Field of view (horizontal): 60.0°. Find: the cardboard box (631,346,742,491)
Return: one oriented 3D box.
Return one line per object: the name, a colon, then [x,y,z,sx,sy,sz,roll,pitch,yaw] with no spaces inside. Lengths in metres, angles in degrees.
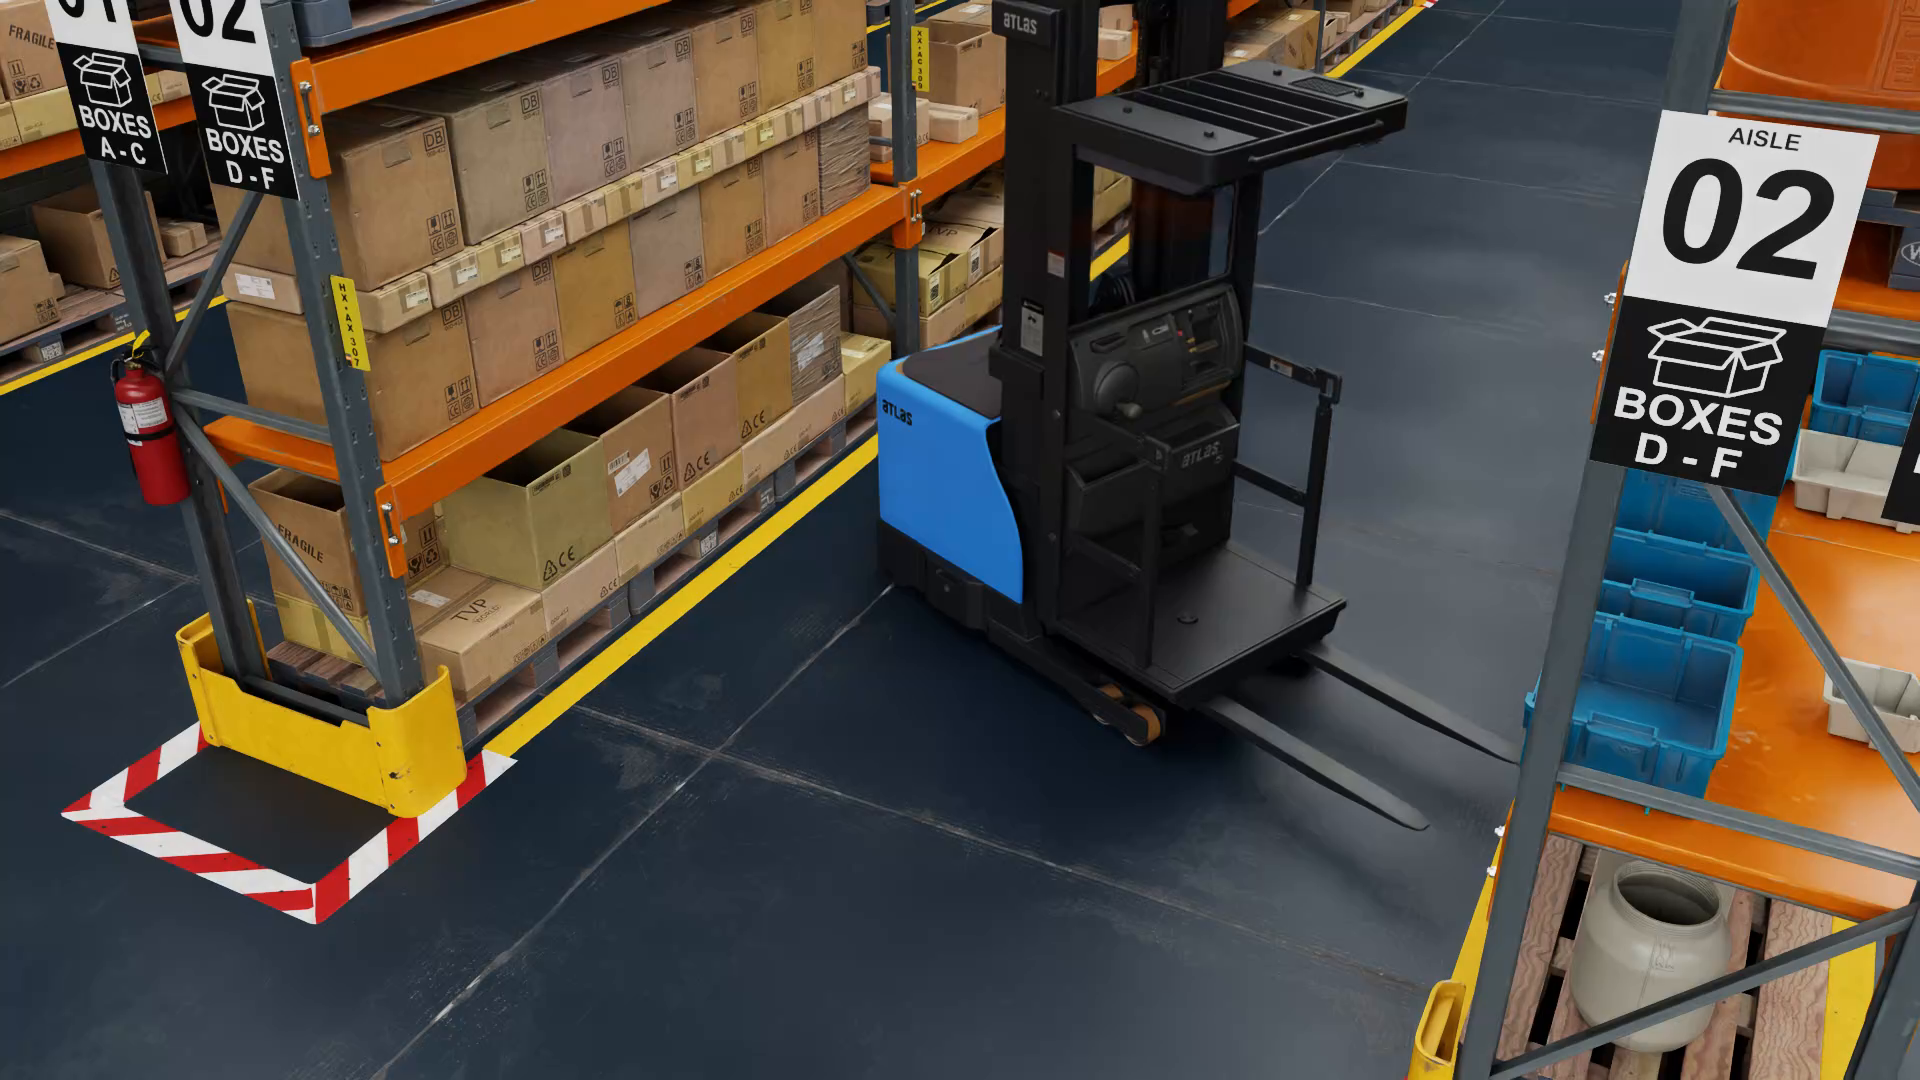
cardboard box: [-1.396,-0.607,7.881,0.500,0.500,0.500,14,33,23]

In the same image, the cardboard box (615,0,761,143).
cardboard box: [-1.356,-2.175,7.622,0.700,0.500,0.500,14,33,23]

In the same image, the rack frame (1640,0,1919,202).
rack frame: [1.884,-1.916,2.551,1.000,3.000,0.127,14,33,23]

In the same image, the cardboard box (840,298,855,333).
cardboard box: [-0.771,-1.453,10.107,0.500,0.250,0.500,14,33,23]

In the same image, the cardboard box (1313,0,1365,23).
cardboard box: [3.794,-5.702,17.232,0.797,0.503,0.637,14,33,23]

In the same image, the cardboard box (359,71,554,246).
cardboard box: [-2.041,-1.508,6.461,0.700,0.500,0.500,13,32,22]

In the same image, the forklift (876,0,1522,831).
forklift: [0.939,-0.715,6.553,1.130,2.935,3.031,-23,37,-34]

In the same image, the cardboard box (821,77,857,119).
cardboard box: [-0.749,-2.260,8.421,0.380,0.149,0.250,14,33,22]

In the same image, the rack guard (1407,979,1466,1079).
rack guard: [1.877,1.725,4.744,1.175,0.500,0.348,14,33,23]

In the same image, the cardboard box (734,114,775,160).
cardboard box: [-1.100,-1.918,7.826,0.380,0.149,0.250,14,33,23]

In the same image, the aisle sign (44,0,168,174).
aisle sign: [-2.815,-1.605,5.422,0.394,0.787,0.004,14,33,23]

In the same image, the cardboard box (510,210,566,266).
cardboard box: [-1.804,-1.229,6.626,0.380,0.149,0.250,14,33,23]

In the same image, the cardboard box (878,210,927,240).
cardboard box: [-0.541,-1.923,10.363,0.500,0.311,0.500,15,33,25]

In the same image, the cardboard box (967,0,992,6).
cardboard box: [0.371,-3.282,10.853,0.500,0.500,0.500,12,32,21]

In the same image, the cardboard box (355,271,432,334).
cardboard box: [-2.154,-0.890,6.036,0.380,0.149,0.250,14,33,23]

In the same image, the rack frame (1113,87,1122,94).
rack frame: [1.120,-3.987,12.180,1.000,3.000,0.127,14,33,23]

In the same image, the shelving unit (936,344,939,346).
shelving unit: [-0.100,-0.487,8.195,0.258,0.900,0.210,26,39,38]

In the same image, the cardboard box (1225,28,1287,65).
cardboard box: [2.511,-4.143,14.521,0.500,0.500,0.500,15,33,24]

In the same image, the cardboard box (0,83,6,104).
cardboard box: [-5.751,-2.650,9.231,0.500,0.500,0.500,15,33,25]

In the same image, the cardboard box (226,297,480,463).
cardboard box: [-2.300,-0.687,6.335,0.700,0.500,0.500,14,33,23]

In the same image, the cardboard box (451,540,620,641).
cardboard box: [-1.857,0.160,7.298,0.500,0.250,0.500,14,33,23]

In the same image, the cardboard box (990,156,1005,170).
cardboard box: [0.154,-2.594,11.531,0.500,0.311,0.500,13,32,22]

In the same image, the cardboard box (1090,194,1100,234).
cardboard box: [0.634,-2.236,11.471,0.500,0.250,0.500,15,33,24]

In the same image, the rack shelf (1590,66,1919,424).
rack shelf: [2.795,-1.190,5.021,1.077,0.370,4.000,14,33,23]

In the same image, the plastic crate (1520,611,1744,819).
plastic crate: [1.845,0.460,4.586,0.499,0.251,0.616,14,33,23]

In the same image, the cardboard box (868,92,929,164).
cardboard box: [-0.516,-2.376,9.527,0.500,0.250,0.500,17,34,26]

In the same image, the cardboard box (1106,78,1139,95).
cardboard box: [1.337,-3.561,13.508,0.500,0.500,0.500,16,33,25]

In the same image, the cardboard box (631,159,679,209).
cardboard box: [-1.453,-1.571,7.222,0.380,0.149,0.250,15,33,24]

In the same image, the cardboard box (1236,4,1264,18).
cardboard box: [2.505,-4.707,15.504,0.500,0.500,0.500,13,32,21]

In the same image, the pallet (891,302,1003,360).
pallet: [-0.401,-1.340,10.371,1.003,0.211,1.213,14,33,23]

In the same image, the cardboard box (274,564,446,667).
cardboard box: [-2.543,0.265,7.115,0.500,0.250,0.500,14,33,23]

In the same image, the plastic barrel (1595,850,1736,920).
plastic barrel: [2.344,1.051,5.485,0.421,0.512,0.421,0,30,0]

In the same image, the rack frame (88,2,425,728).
rack frame: [-2.524,-0.440,6.004,1.000,3.000,0.127,14,33,23]

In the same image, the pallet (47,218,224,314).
pallet: [-5.388,-1.820,11.208,1.003,0.211,1.213,14,33,23]

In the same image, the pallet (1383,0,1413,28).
pallet: [4.368,-5.936,18.376,1.003,0.211,1.213,14,33,23]

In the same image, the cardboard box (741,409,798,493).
cardboard box: [-1.170,-0.503,8.454,0.500,0.250,0.500,14,33,23]

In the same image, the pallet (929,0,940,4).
pallet: [-0.498,-6.535,19.418,1.003,0.211,1.213,14,33,23]

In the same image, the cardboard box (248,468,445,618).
cardboard box: [-2.545,-0.060,6.929,0.500,0.500,0.500,14,33,23]

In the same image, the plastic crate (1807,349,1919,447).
plastic crate: [3.444,-0.471,6.208,0.499,0.251,0.616,14,33,23]

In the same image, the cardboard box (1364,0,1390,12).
cardboard box: [4.277,-5.820,17.692,0.500,0.250,0.500,14,33,23]

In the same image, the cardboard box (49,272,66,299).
cardboard box: [-5.860,-1.585,10.420,0.380,0.149,0.250,12,32,19]

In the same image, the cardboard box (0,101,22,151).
cardboard box: [-5.737,-2.332,9.429,0.500,0.250,0.500,15,33,24]

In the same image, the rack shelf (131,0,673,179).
rack shelf: [-1.613,-2.316,6.980,1.077,0.370,4.000,14,33,23]

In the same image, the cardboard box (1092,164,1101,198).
cardboard box: [0.638,-2.476,11.327,0.500,0.311,0.500,14,33,23]

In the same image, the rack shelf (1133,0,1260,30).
rack shelf: [2.031,-4.561,13.903,1.077,0.370,4.000,14,33,23]

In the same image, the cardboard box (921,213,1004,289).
cardboard box: [-0.059,-1.794,10.138,0.500,0.311,0.500,14,33,23]

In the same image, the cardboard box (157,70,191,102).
cardboard box: [-5.059,-3.000,10.593,0.500,0.250,0.500,14,33,23]

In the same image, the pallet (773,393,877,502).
pallet: [-1.101,-0.661,9.189,1.003,0.211,1.213,14,33,23]

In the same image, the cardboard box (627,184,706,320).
cardboard box: [-1.597,-1.374,7.531,0.700,0.500,0.500,15,33,25]

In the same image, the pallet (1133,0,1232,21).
pallet: [1.367,-4.220,12.779,1.213,0.211,1.003,14,33,23]

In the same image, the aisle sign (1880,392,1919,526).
aisle sign: [2.112,-0.344,3.226,0.394,0.787,0.004,14,33,23]

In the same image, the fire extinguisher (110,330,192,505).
fire extinguisher: [-2.991,-0.460,6.116,0.296,0.674,0.183,14,33,23]

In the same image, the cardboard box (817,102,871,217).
cardboard box: [-0.898,-2.059,8.722,0.700,0.500,0.500,13,32,22]
